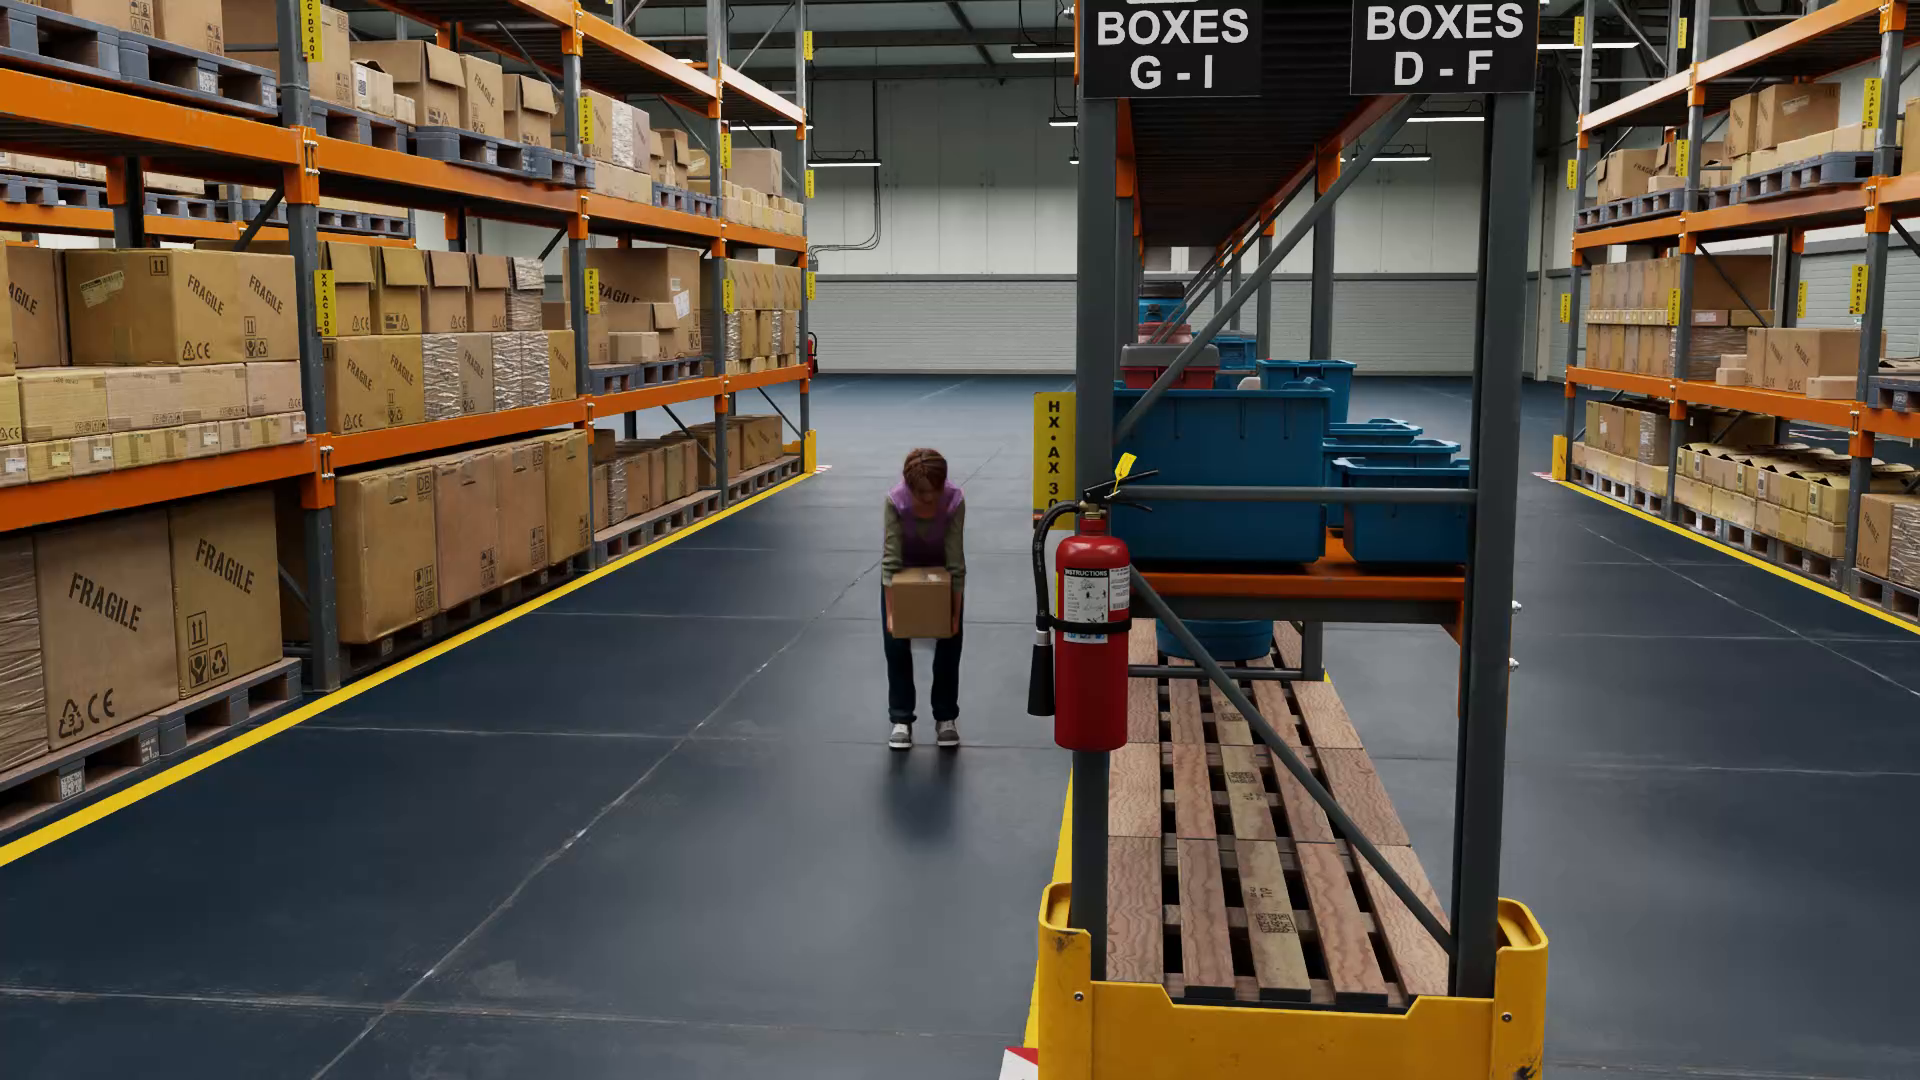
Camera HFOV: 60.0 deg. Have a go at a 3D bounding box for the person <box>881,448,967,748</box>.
[{"bbox_3d":[-0.162,0.268,7.298,0.373,1.356,0.736,0,8,-3],"label":"person"}]
